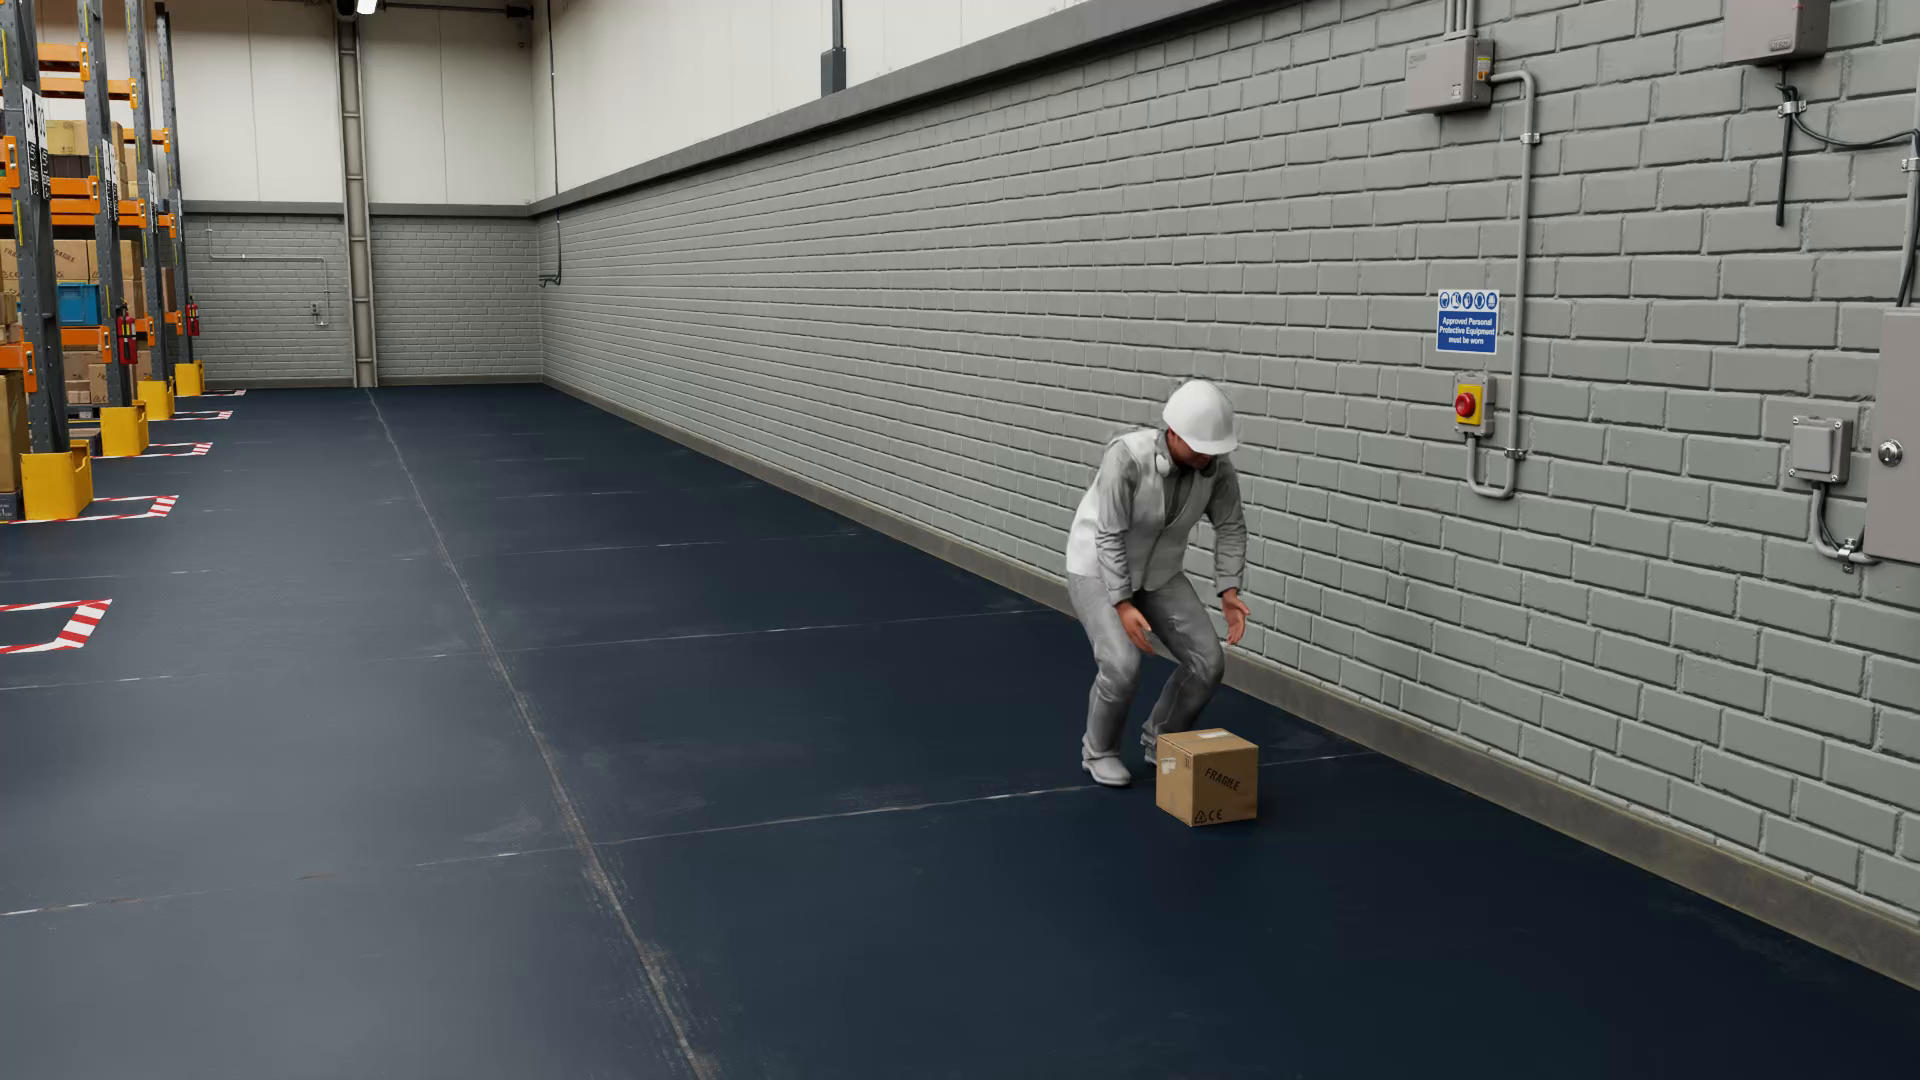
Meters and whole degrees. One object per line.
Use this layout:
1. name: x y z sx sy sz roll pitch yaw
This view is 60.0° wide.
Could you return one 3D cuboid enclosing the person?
1. person: 0.711 0.146 5.907 0.591 1.449 0.753 -3 9 -21
